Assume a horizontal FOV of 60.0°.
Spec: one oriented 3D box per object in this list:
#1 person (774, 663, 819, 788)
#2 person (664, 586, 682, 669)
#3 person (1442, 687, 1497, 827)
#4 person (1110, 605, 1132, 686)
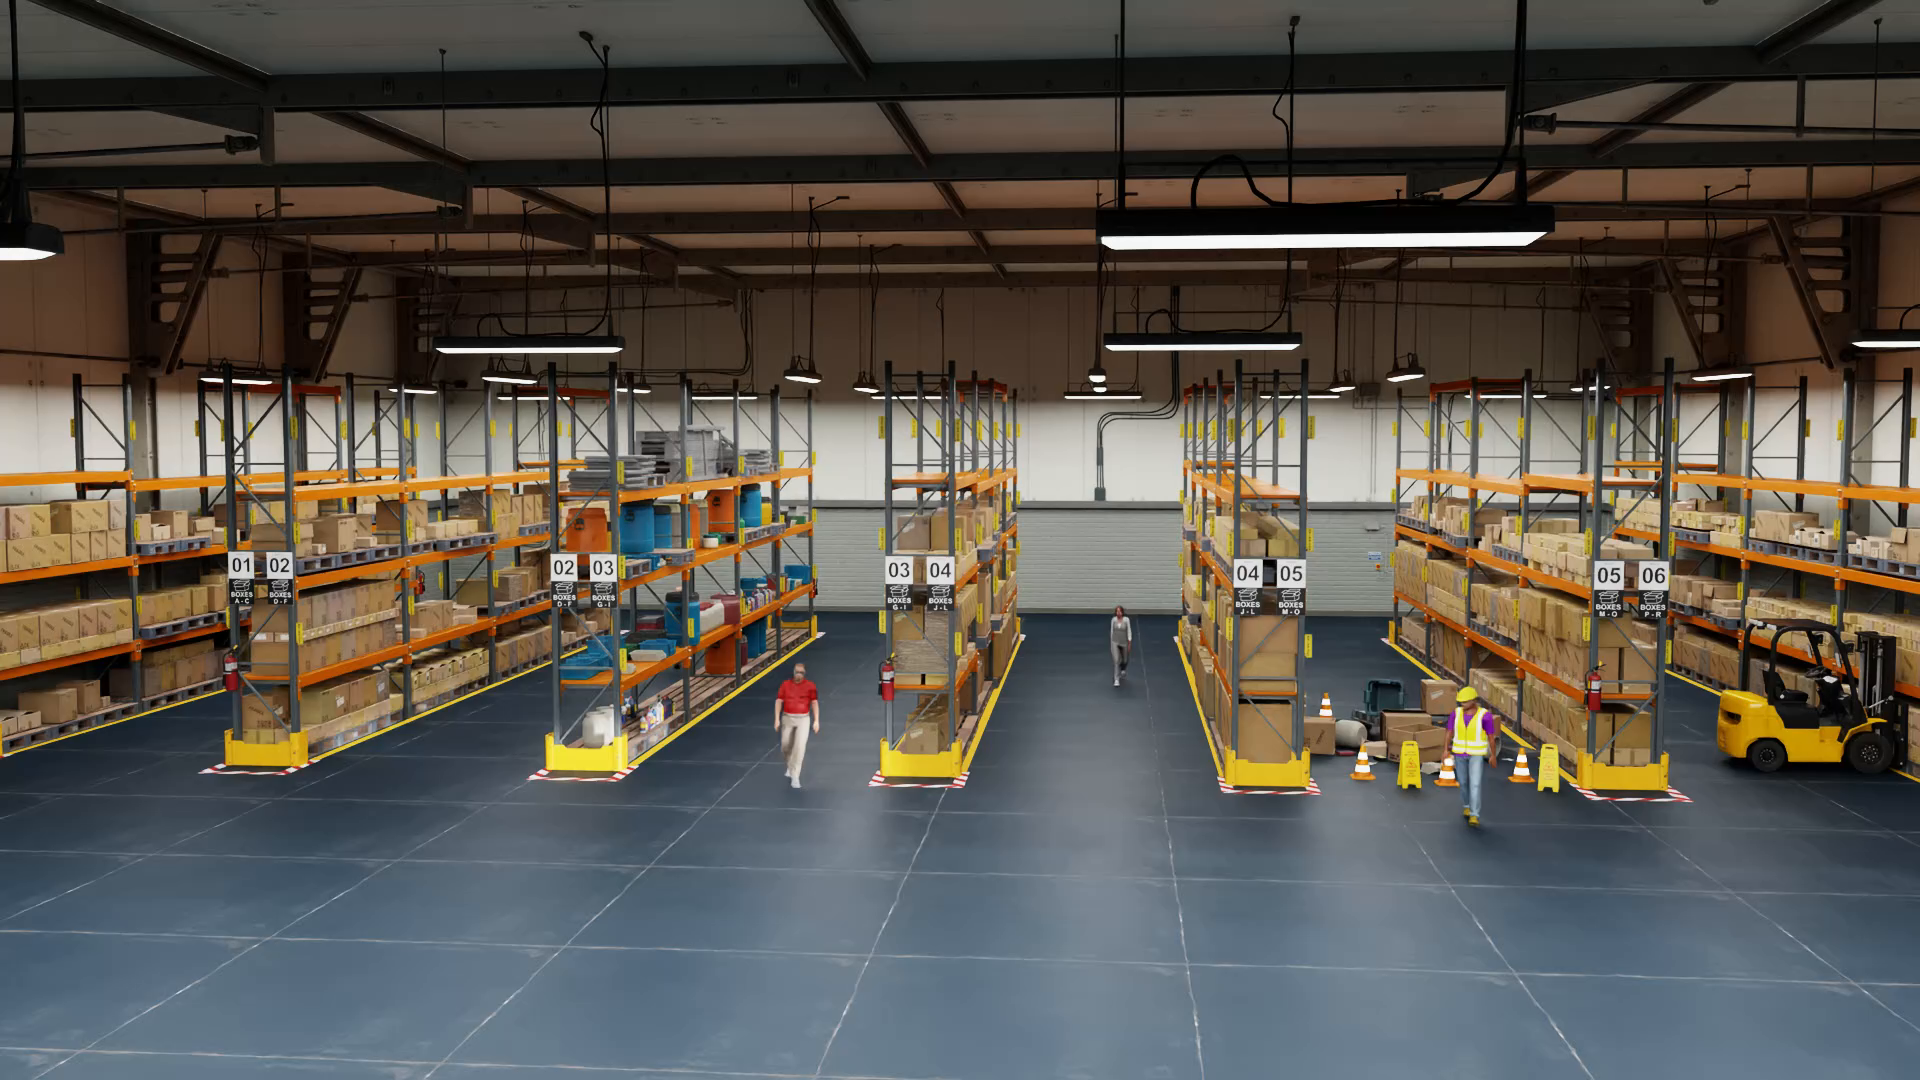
[{"bbox_3d":[-2.326,2.611,23.675,0.618,1.728,0.780,0,4,0],"label":"person"},{"bbox_3d":[-5.977,1.833,34.997,0.636,1.723,0.408,0,4,5],"label":"person"},{"bbox_3d":[6.488,2.741,21.244,0.634,1.737,0.911,3,5,36],"label":"person"},{"bbox_3d":[3.169,2.053,32.758,0.419,1.563,0.768,0,4,3],"label":"person"}]
